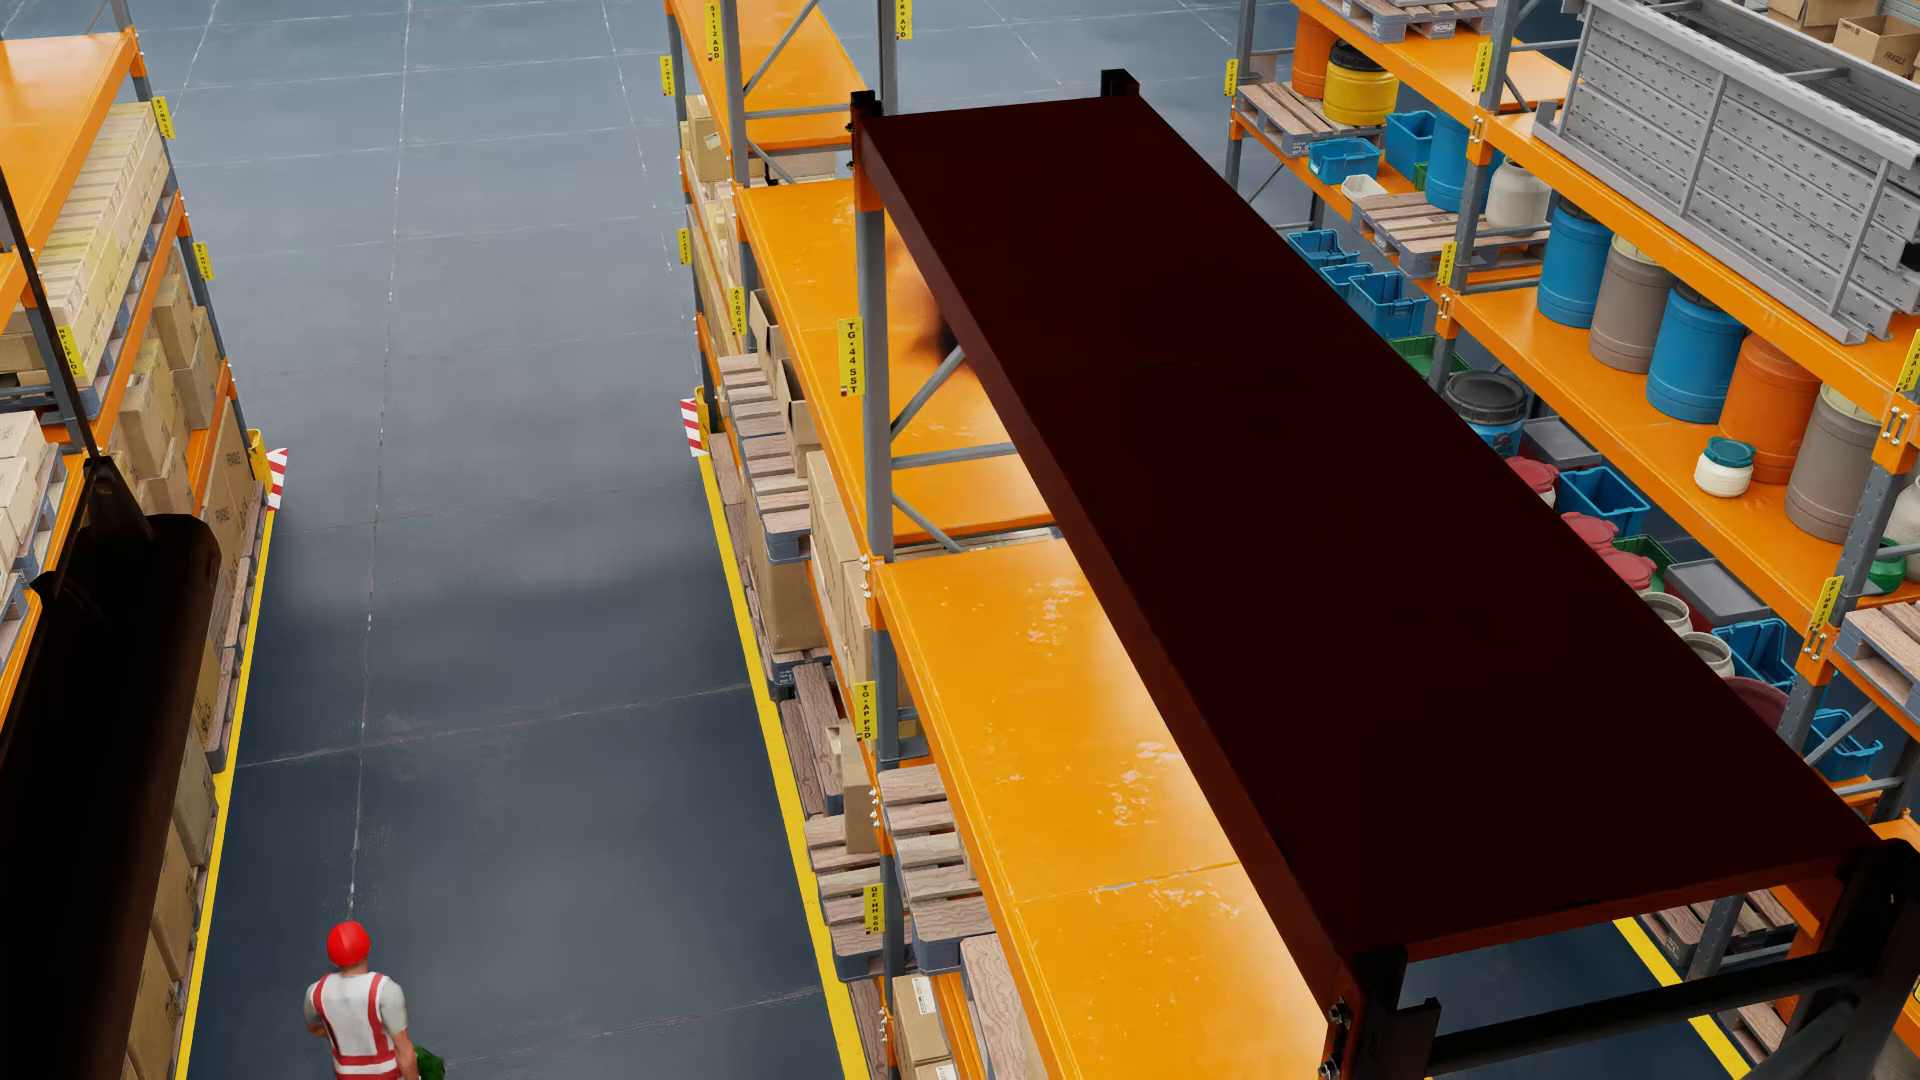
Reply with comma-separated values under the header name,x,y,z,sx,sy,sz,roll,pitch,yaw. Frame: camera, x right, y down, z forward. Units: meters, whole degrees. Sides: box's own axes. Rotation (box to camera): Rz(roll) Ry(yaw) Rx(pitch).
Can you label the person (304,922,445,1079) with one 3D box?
name,x,y,z,sx,sy,sz,roll,pitch,yaw
person,-3.008,2.712,8.573,0.658,1.717,0.752,0,34,1
